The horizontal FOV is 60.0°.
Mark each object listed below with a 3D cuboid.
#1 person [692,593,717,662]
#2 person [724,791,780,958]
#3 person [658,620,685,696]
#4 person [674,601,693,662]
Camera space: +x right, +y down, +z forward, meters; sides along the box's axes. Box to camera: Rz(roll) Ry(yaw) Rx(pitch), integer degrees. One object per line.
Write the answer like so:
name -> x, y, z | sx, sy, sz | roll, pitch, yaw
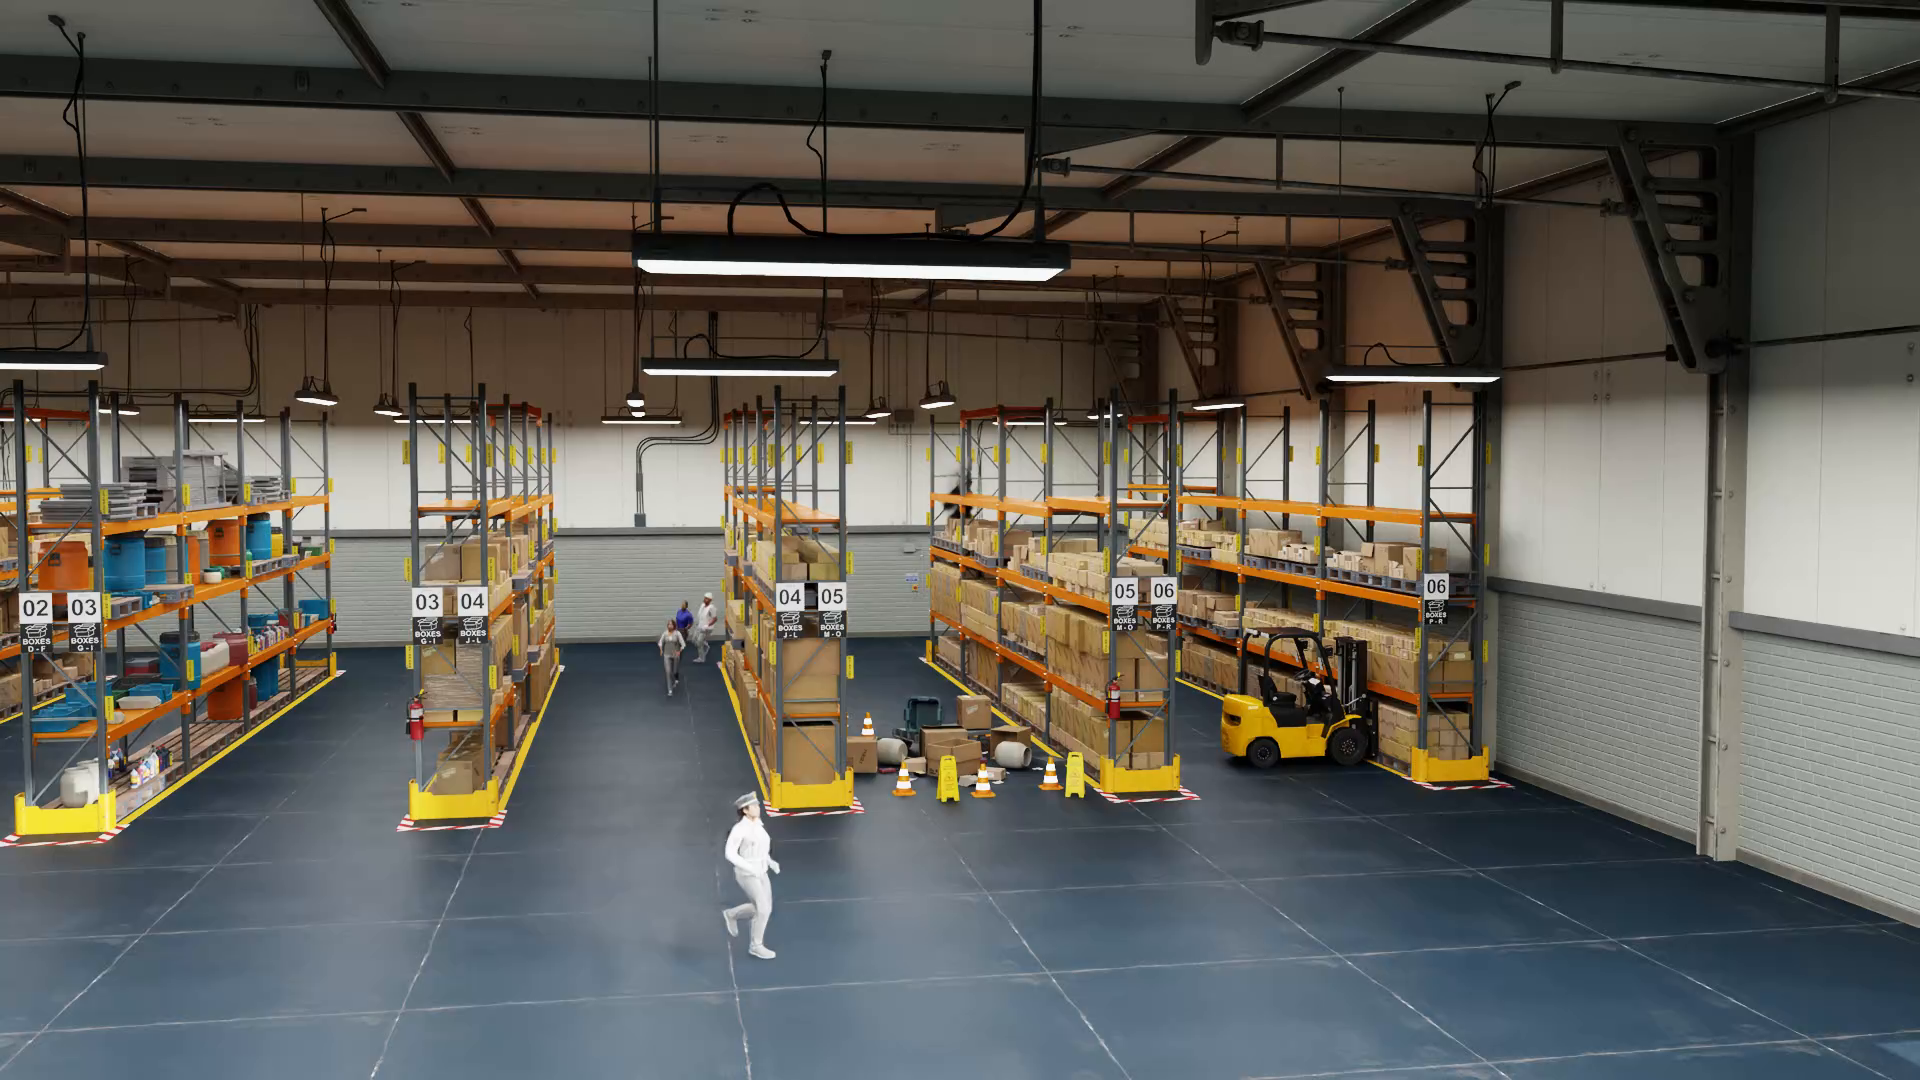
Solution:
person -> -6.153, 2.121, 40.117 | 0.545, 1.700, 0.730 | -3, 4, -42
person -> -2.128, 3.340, 16.654 | 0.587, 1.665, 0.617 | 1, 3, 21
person -> -6.051, 2.456, 34.896 | 0.569, 1.556, 0.738 | 0, 3, -3
person -> -6.745, 2.255, 39.917 | 0.760, 1.433, 0.535 | 2, 4, 36
